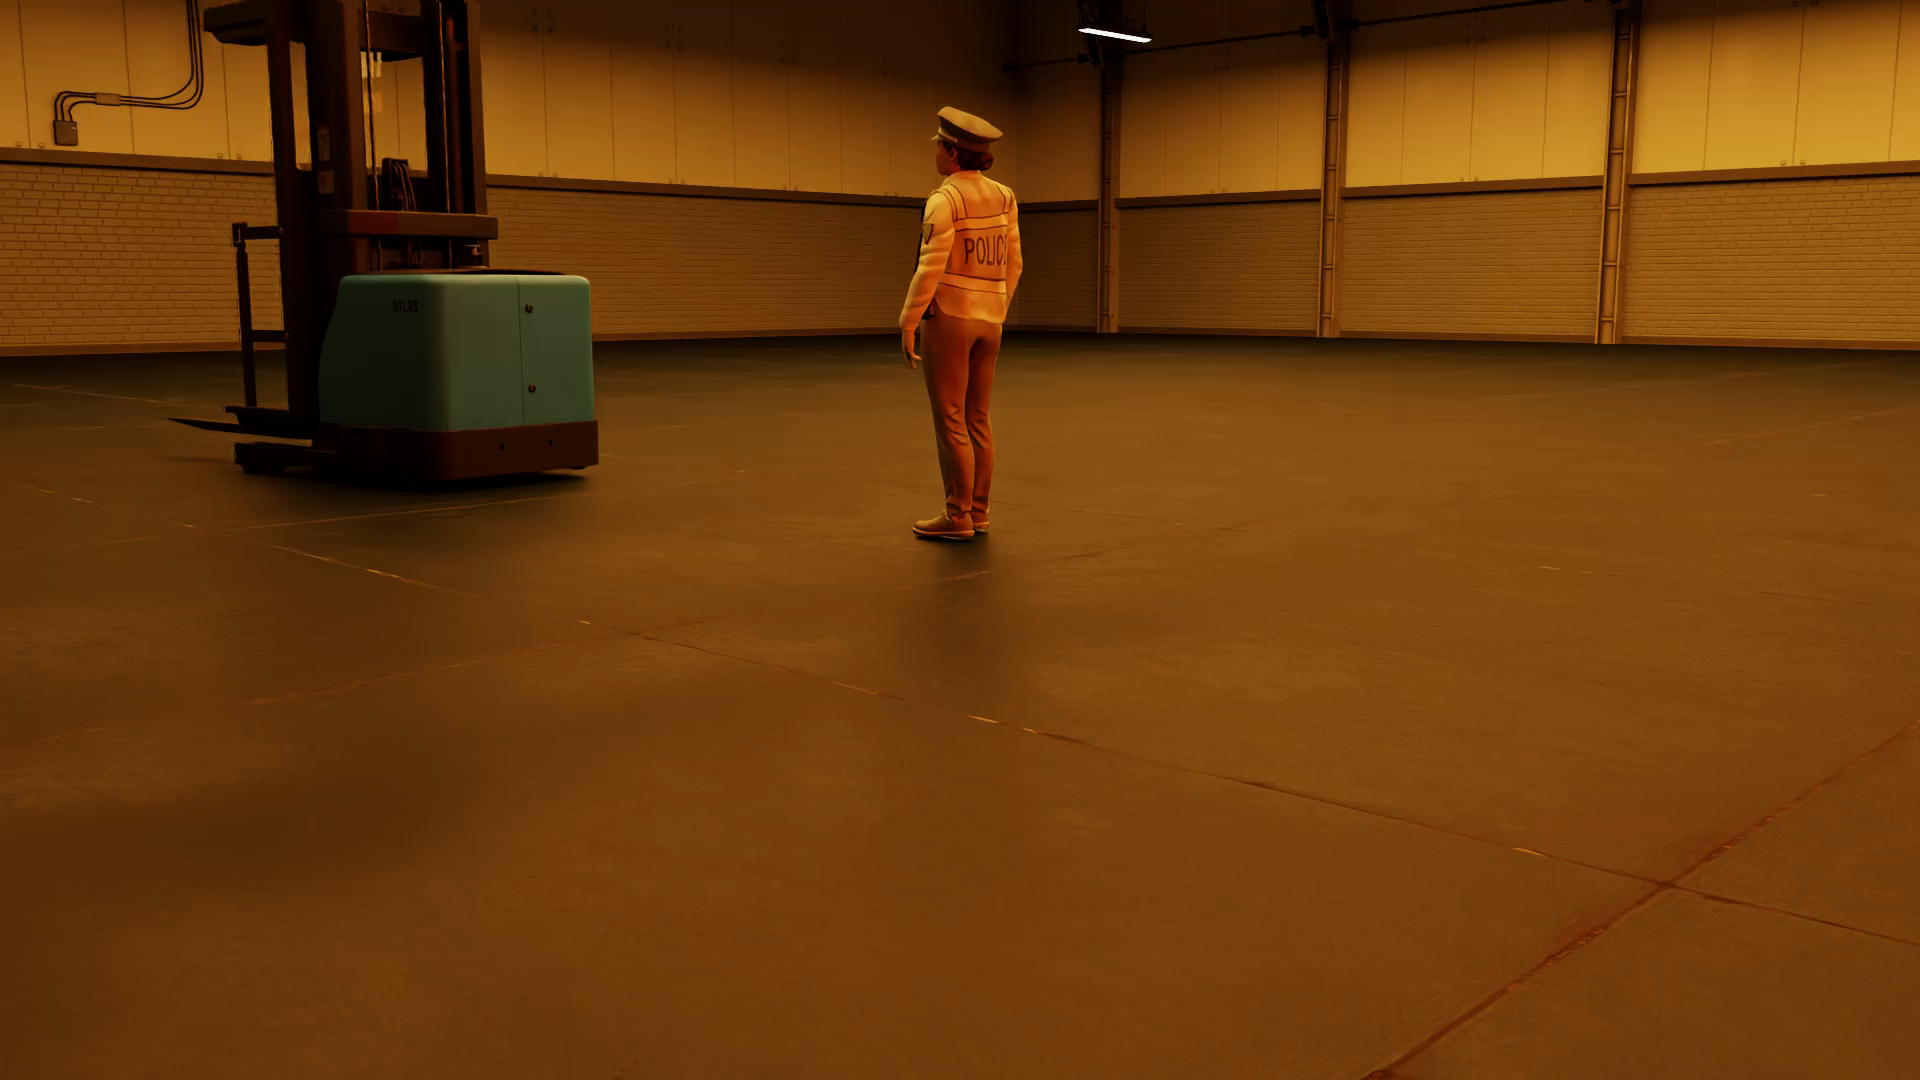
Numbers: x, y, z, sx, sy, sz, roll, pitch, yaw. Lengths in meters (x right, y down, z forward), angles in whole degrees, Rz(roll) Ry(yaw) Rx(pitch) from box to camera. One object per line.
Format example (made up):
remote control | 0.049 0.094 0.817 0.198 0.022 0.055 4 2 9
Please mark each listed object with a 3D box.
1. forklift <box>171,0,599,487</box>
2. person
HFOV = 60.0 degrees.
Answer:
forklift | -3.411 -1.866 9.267 3.031 2.935 1.130 7 11 38
person | -0.045 -0.853 6.643 0.530 1.694 0.586 8 12 43
